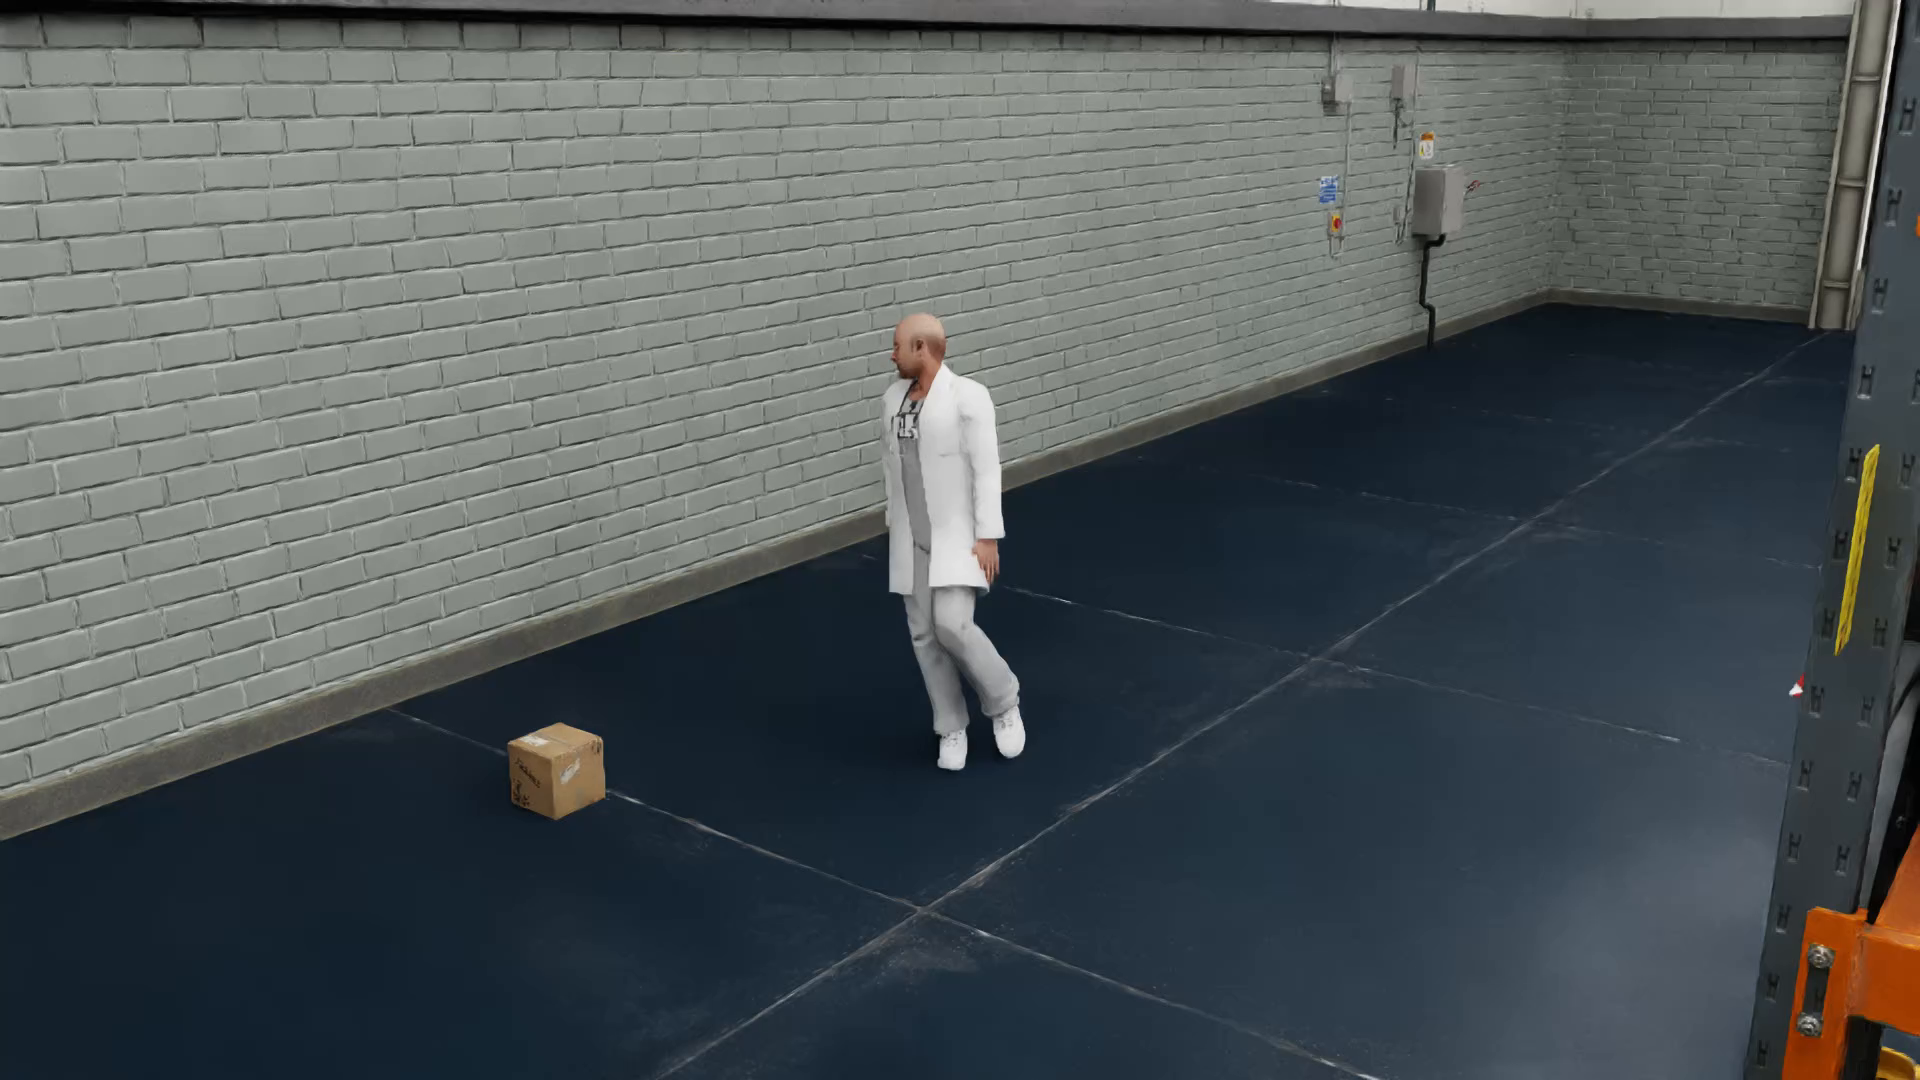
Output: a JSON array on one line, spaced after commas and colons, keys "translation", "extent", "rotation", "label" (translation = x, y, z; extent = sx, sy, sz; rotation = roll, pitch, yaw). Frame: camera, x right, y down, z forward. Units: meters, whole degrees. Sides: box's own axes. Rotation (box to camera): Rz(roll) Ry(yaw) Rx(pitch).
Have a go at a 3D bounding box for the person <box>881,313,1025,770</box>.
[{"translation": [-0.066, 0.001, 6.588], "extent": [0.718, 1.769, 0.477], "rotation": [10, 19, 31], "label": "person"}]
